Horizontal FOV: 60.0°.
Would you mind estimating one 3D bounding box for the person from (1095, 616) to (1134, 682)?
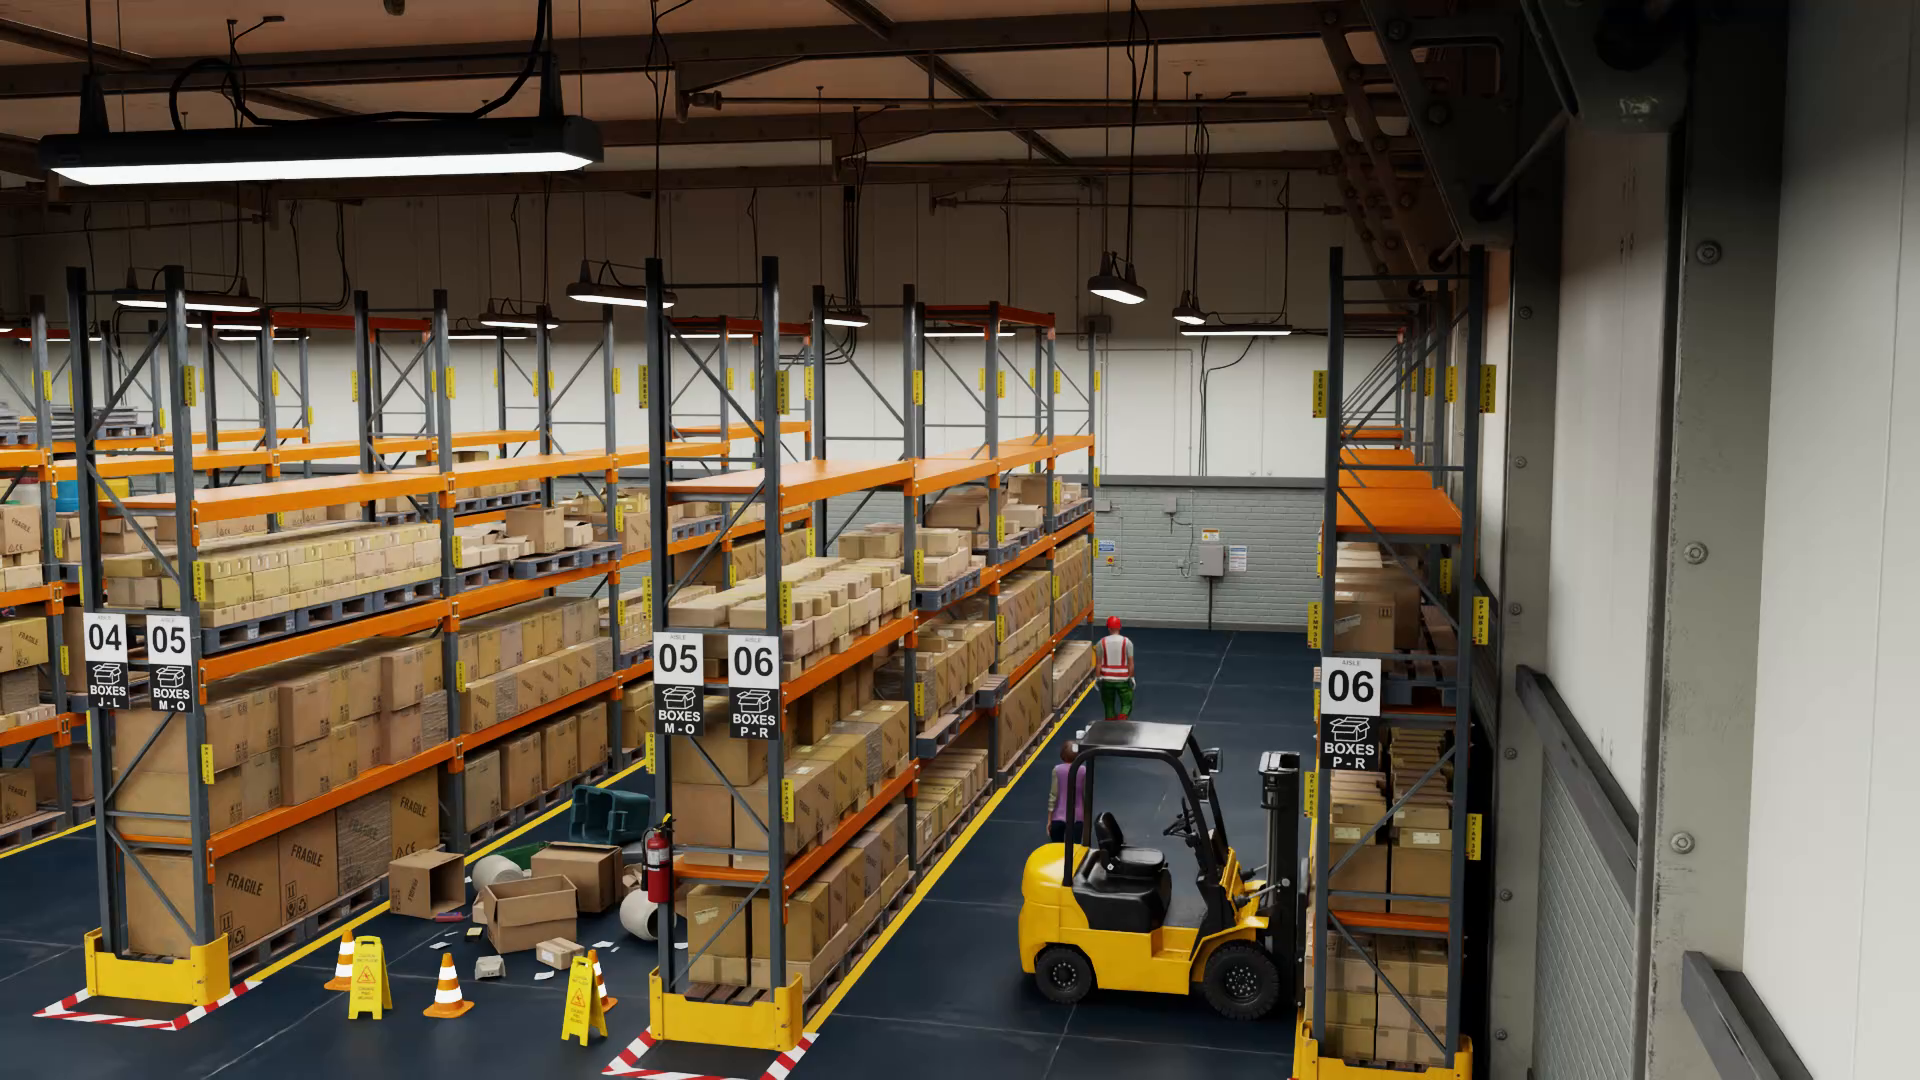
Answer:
[{"bbox_3d":[2.148,1.949,23.111,0.542,1.786,0.534,1,6,9],"label":"person"}]

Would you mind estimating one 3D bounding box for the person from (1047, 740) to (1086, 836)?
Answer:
[{"bbox_3d":[1.066,2.754,16.202,0.430,1.612,0.645,1,6,7],"label":"person"}]
